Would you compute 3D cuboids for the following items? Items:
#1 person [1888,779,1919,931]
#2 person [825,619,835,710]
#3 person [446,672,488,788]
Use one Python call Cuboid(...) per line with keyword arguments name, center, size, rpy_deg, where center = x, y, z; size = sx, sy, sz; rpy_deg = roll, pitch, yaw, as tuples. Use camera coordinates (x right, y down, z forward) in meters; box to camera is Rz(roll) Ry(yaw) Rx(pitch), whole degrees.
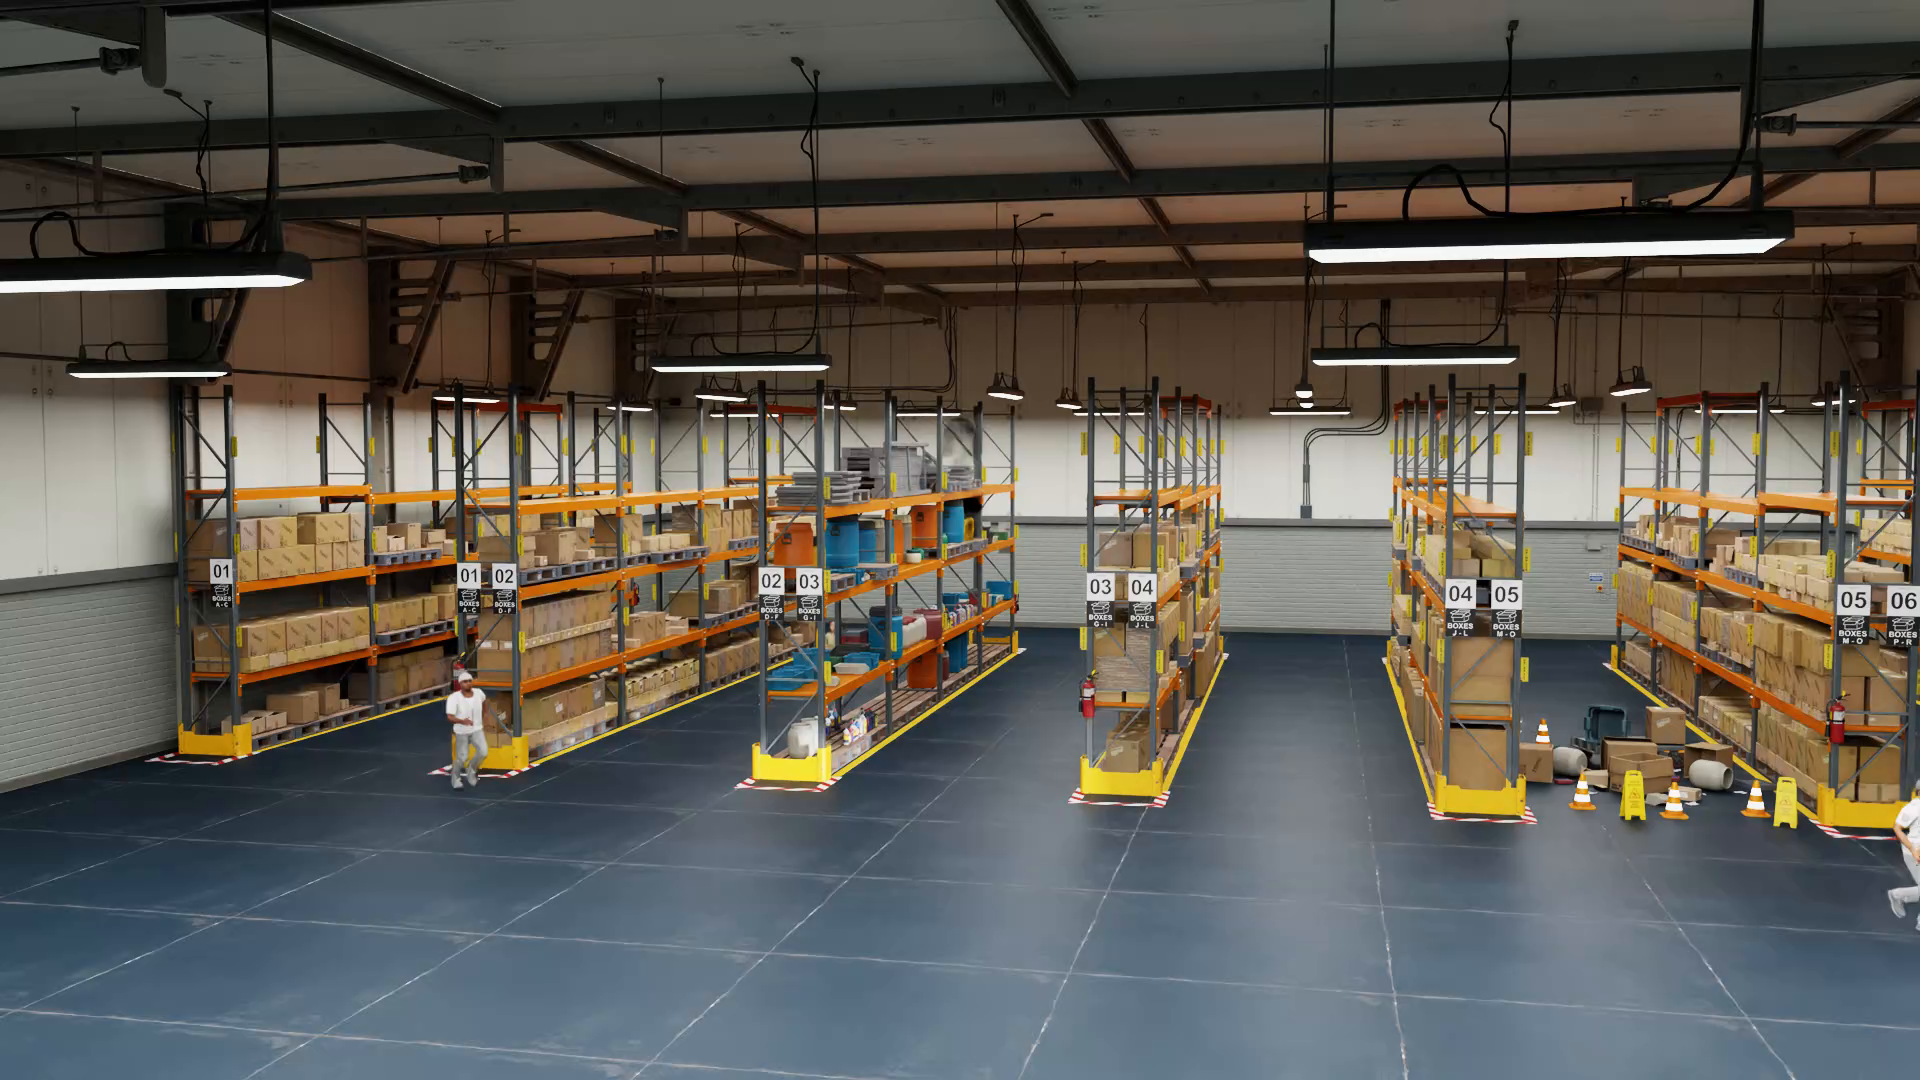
Cuboid(name="person", center=(9.919, 3.240, 17.124), size=(0.620, 1.625, 0.559), rpy_deg=(-1, 3, -21))
Cuboid(name="person", center=(-2.416, 2.353, 31.907), size=(0.562, 1.678, 0.948), rpy_deg=(0, 3, 3))
Cuboid(name="person", center=(-7.122, 2.768, 24.170), size=(0.721, 1.716, 0.806), rpy_deg=(-3, 4, -39))
